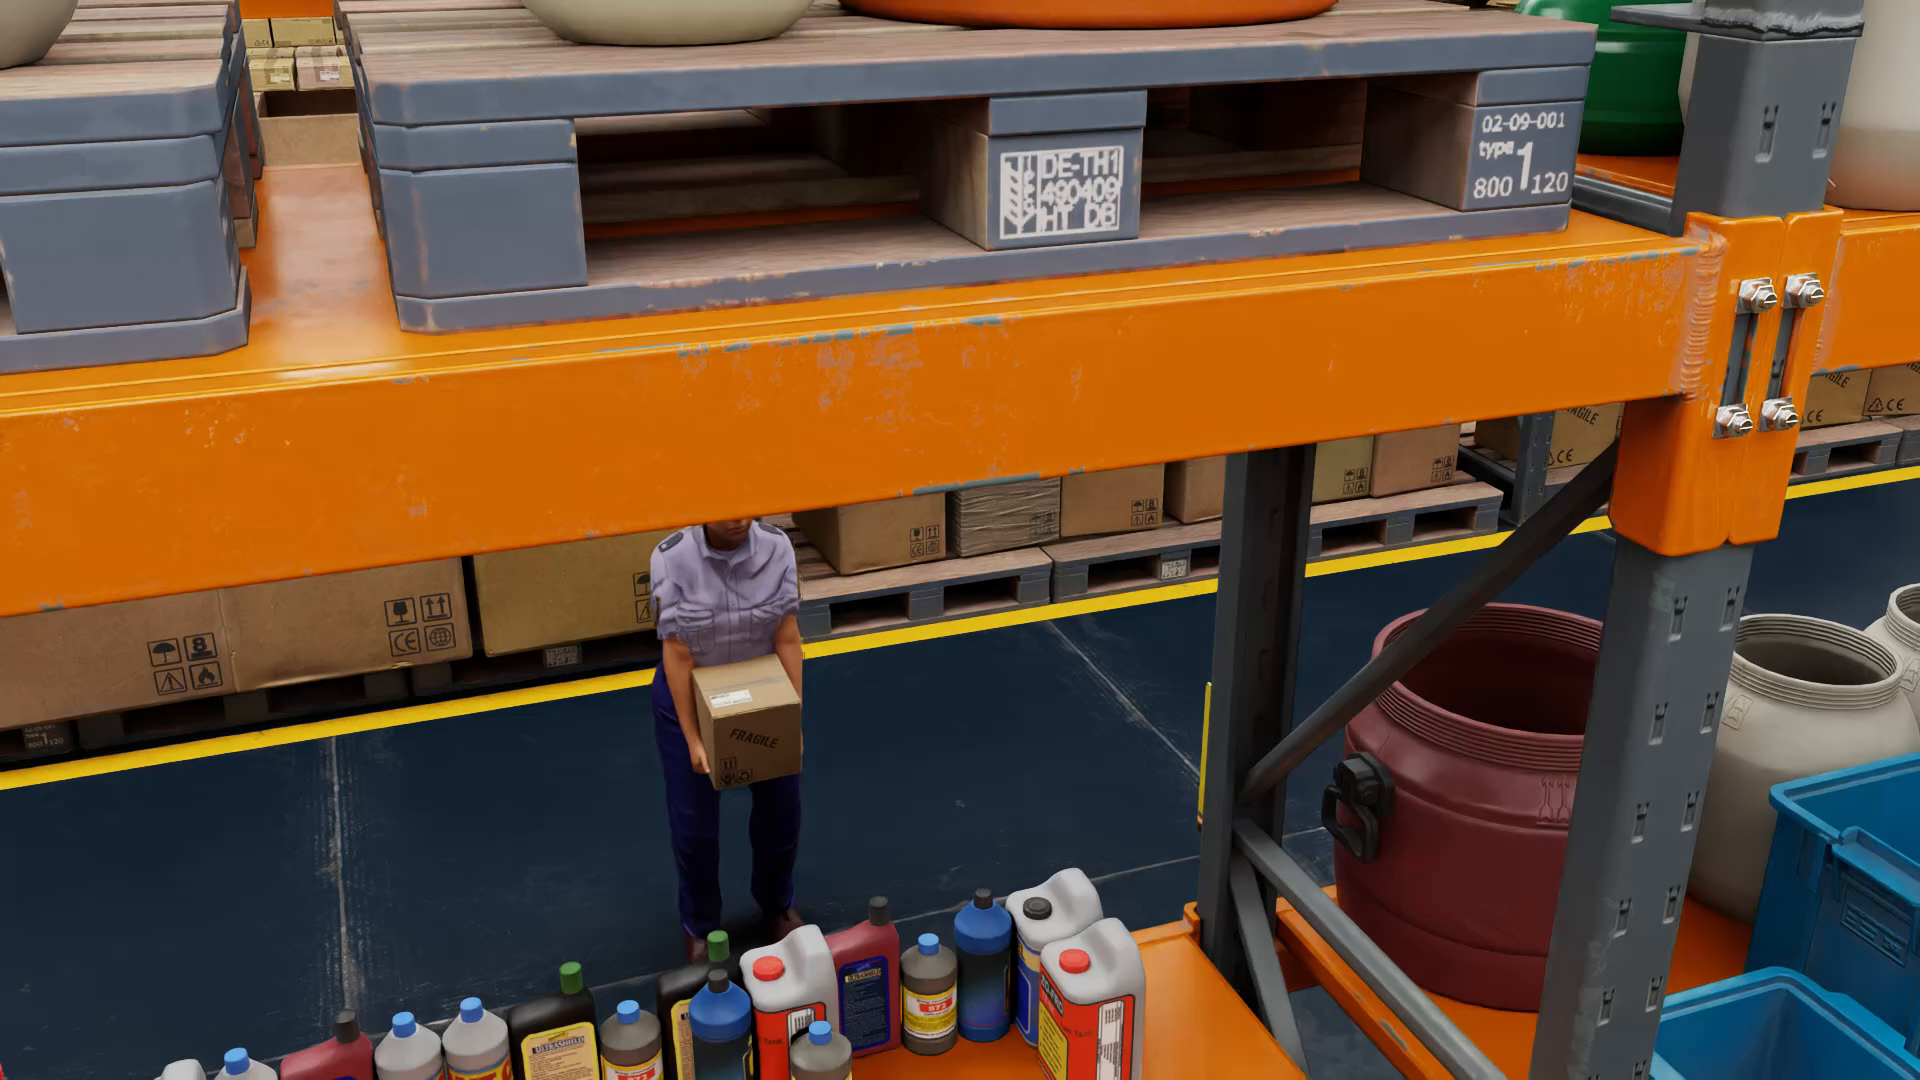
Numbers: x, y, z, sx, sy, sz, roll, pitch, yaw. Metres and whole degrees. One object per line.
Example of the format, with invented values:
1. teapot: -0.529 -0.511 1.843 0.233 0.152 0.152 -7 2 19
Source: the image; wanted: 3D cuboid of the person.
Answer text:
1. person: -0.662 0.525 4.878 0.433 1.641 0.543 -9 24 -20
